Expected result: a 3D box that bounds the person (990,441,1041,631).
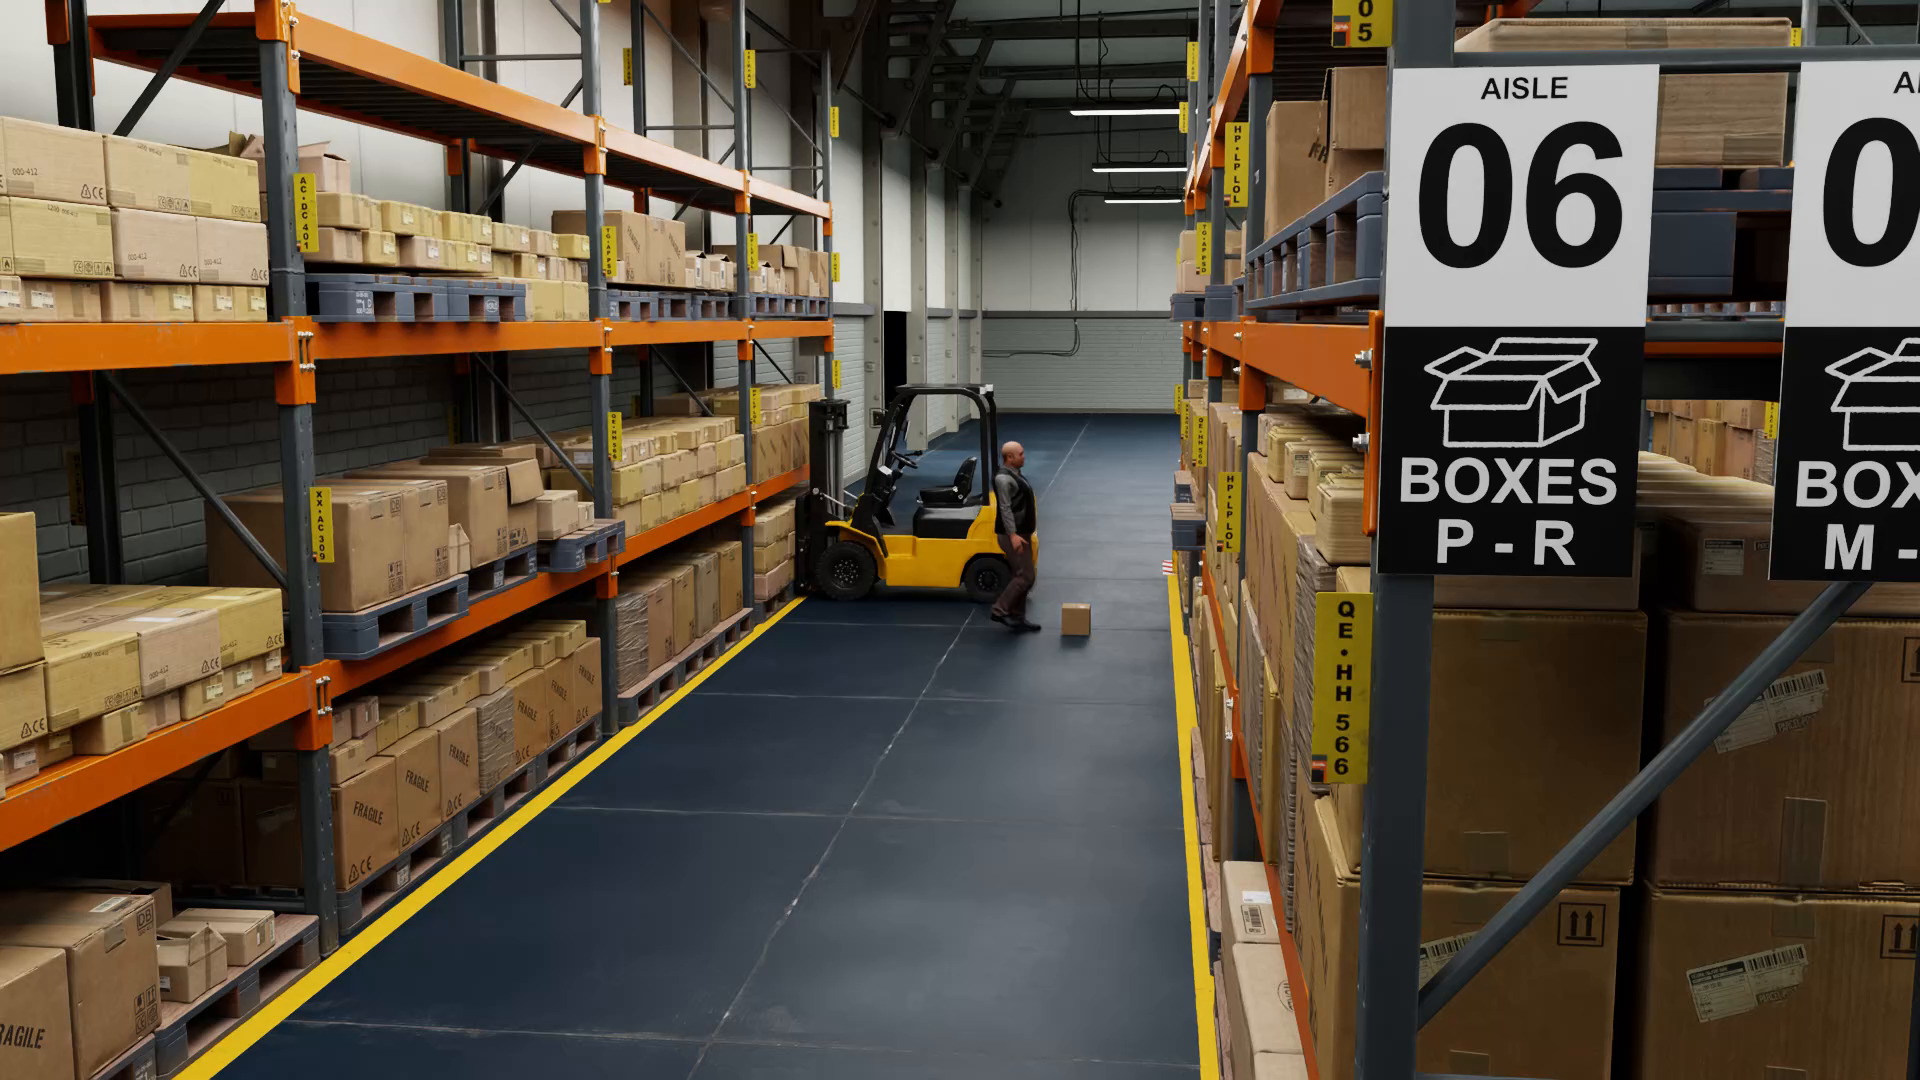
[{"bbox_3d":[0.503,-0.025,15.003,0.430,1.732,0.554,2,8,14],"label":"person"}]
